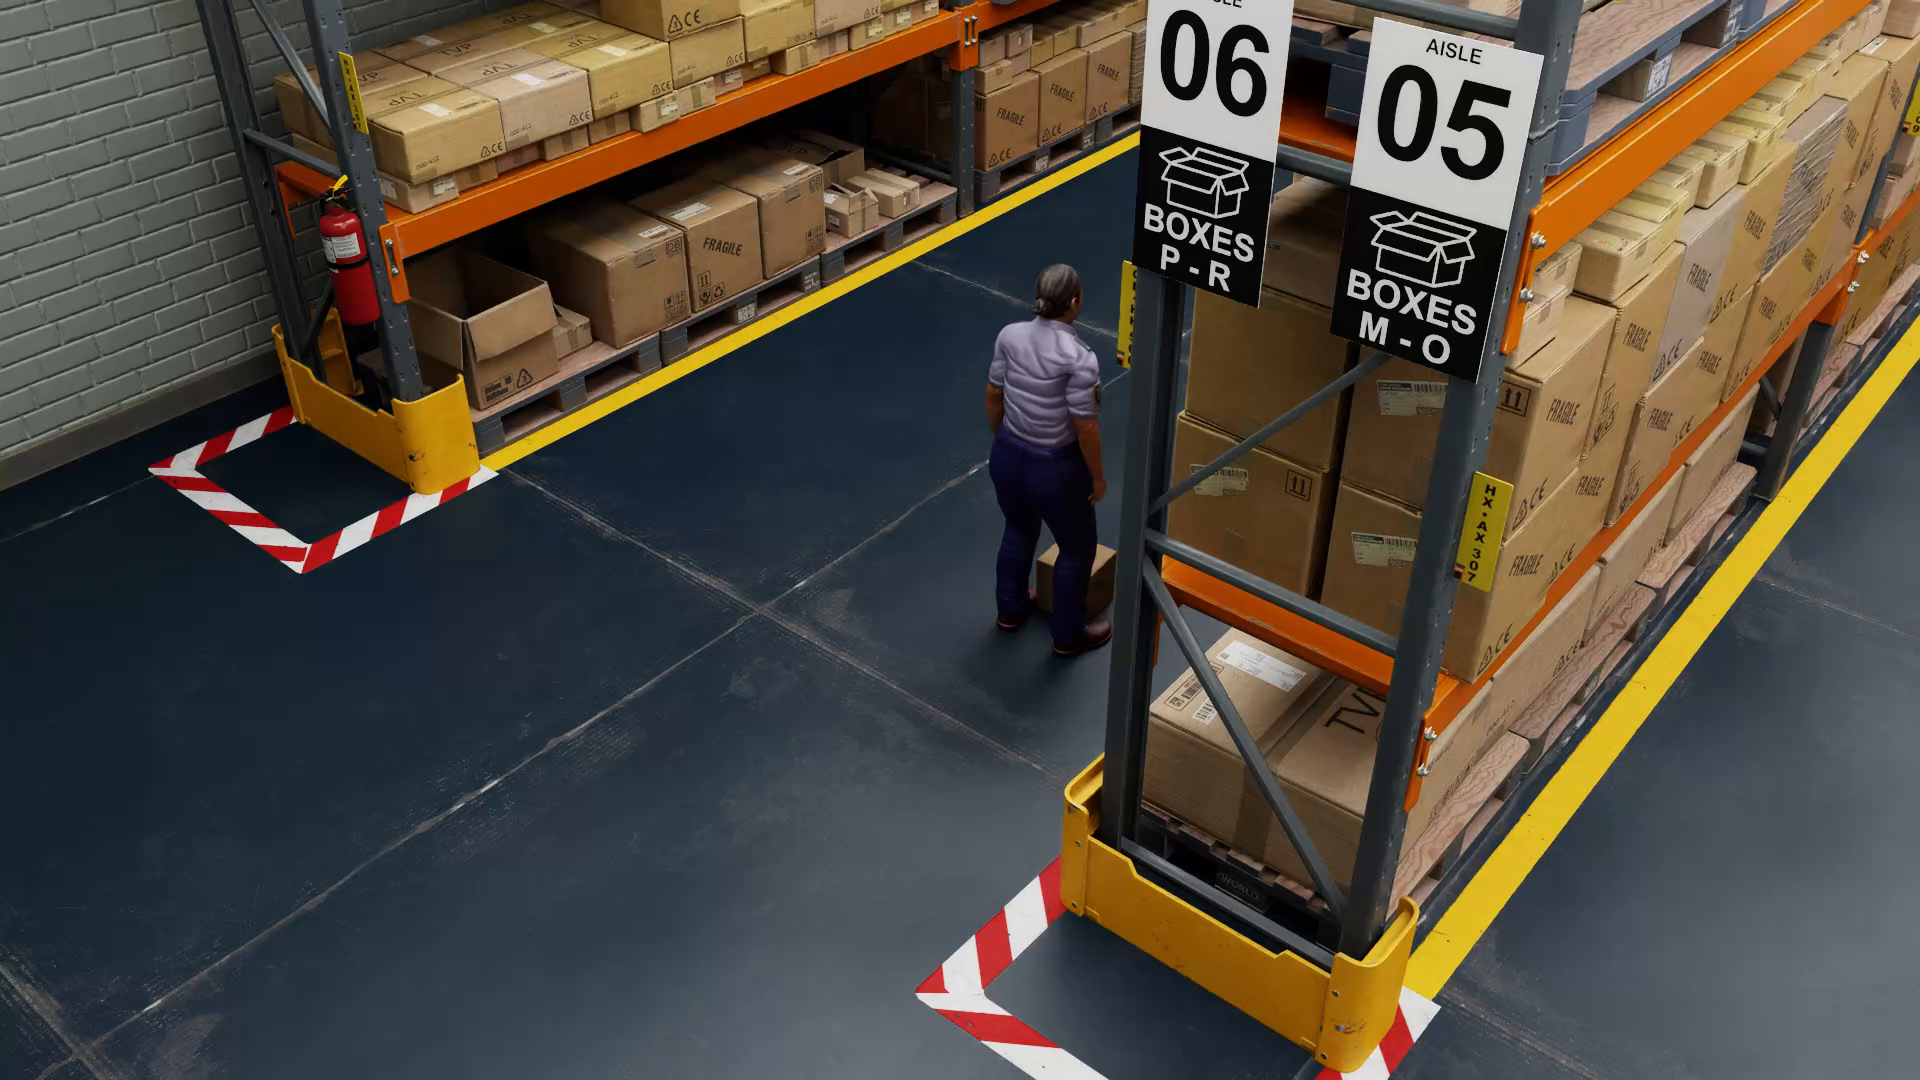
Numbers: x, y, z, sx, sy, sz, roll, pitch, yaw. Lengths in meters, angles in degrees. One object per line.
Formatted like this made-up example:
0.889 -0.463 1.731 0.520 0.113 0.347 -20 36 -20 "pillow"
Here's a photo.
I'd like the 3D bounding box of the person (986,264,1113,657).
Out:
0.343 -0.299 6.576 0.547 1.651 0.367 25 42 31 "person"
